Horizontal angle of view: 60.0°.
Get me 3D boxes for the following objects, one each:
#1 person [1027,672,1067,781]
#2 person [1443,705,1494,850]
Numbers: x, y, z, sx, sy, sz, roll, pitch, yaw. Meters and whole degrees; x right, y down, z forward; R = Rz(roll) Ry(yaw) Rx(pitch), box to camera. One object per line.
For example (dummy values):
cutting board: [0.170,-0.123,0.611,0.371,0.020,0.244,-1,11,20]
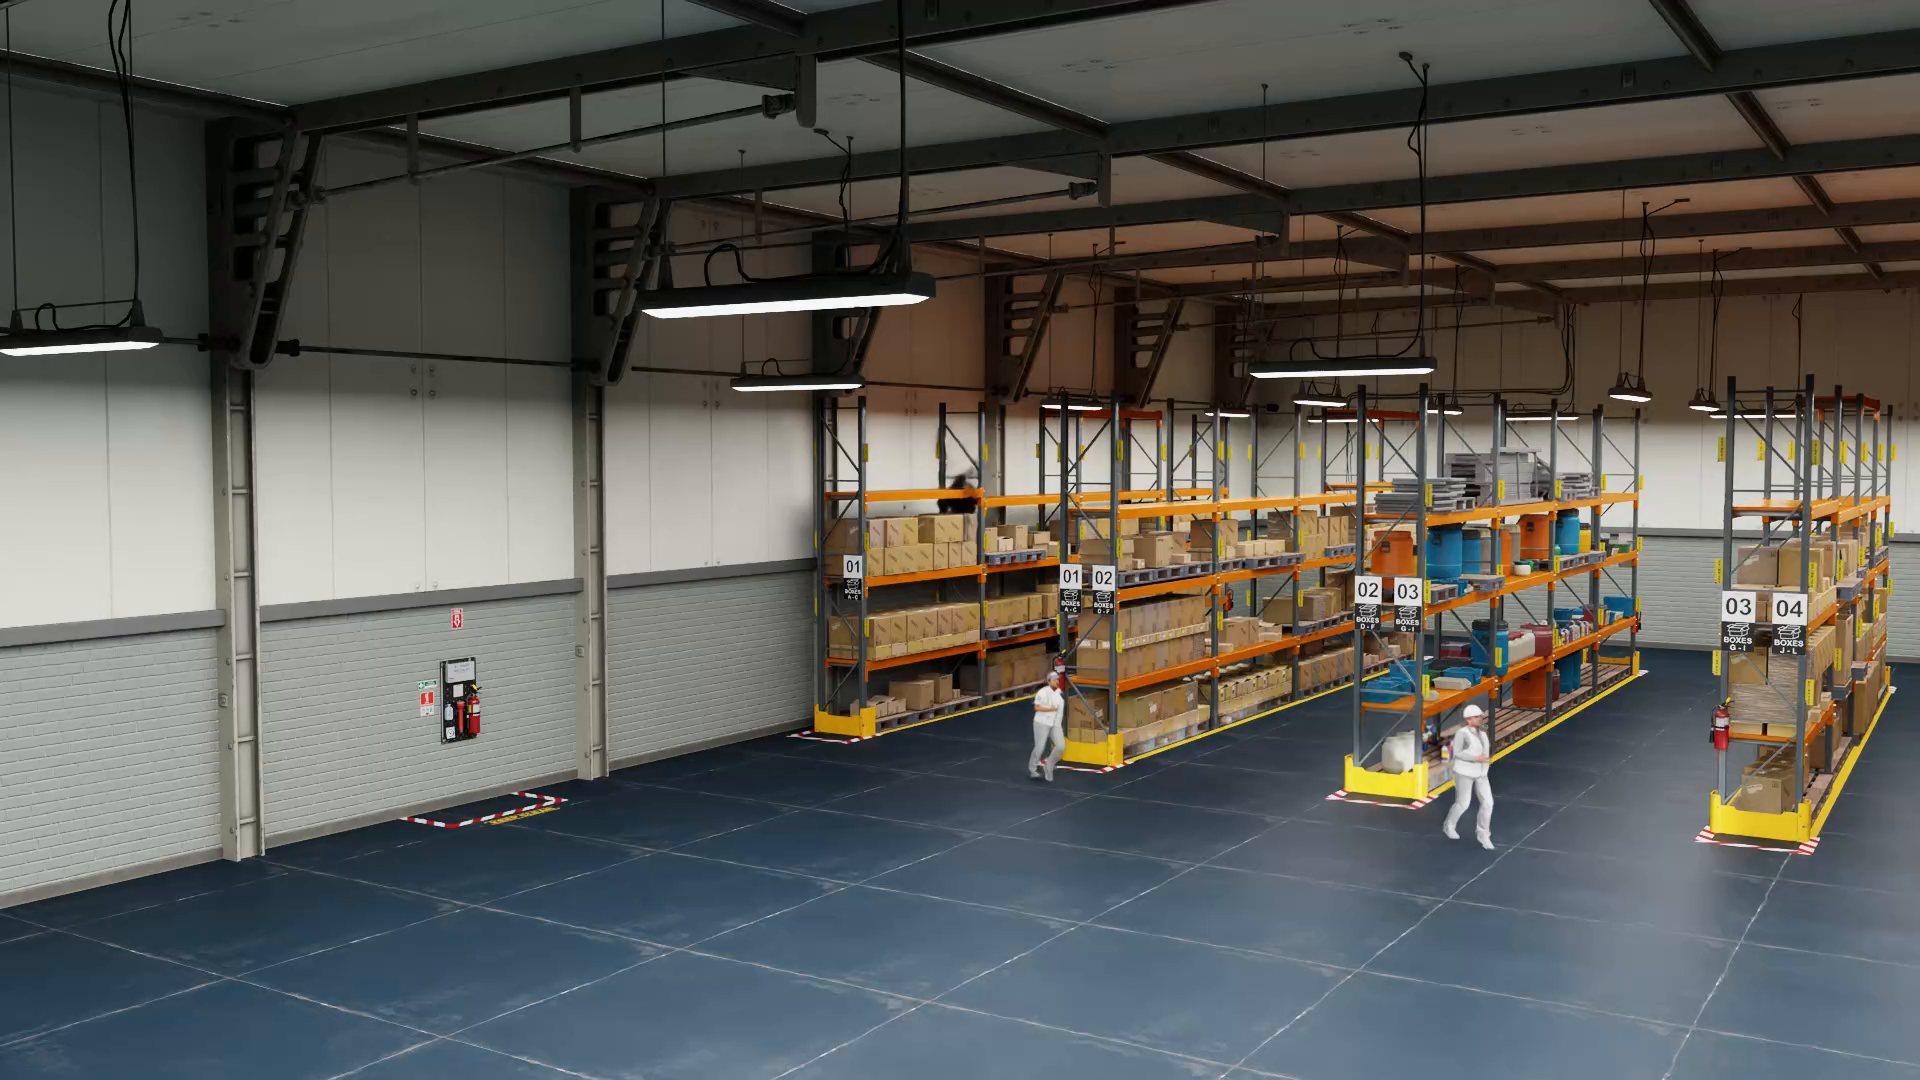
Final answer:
person: [1.390,2.861,25.438,0.605,1.696,0.682,-2,3,-29]
person: [6.513,3.017,21.188,0.668,1.853,0.765,-2,3,-28]
